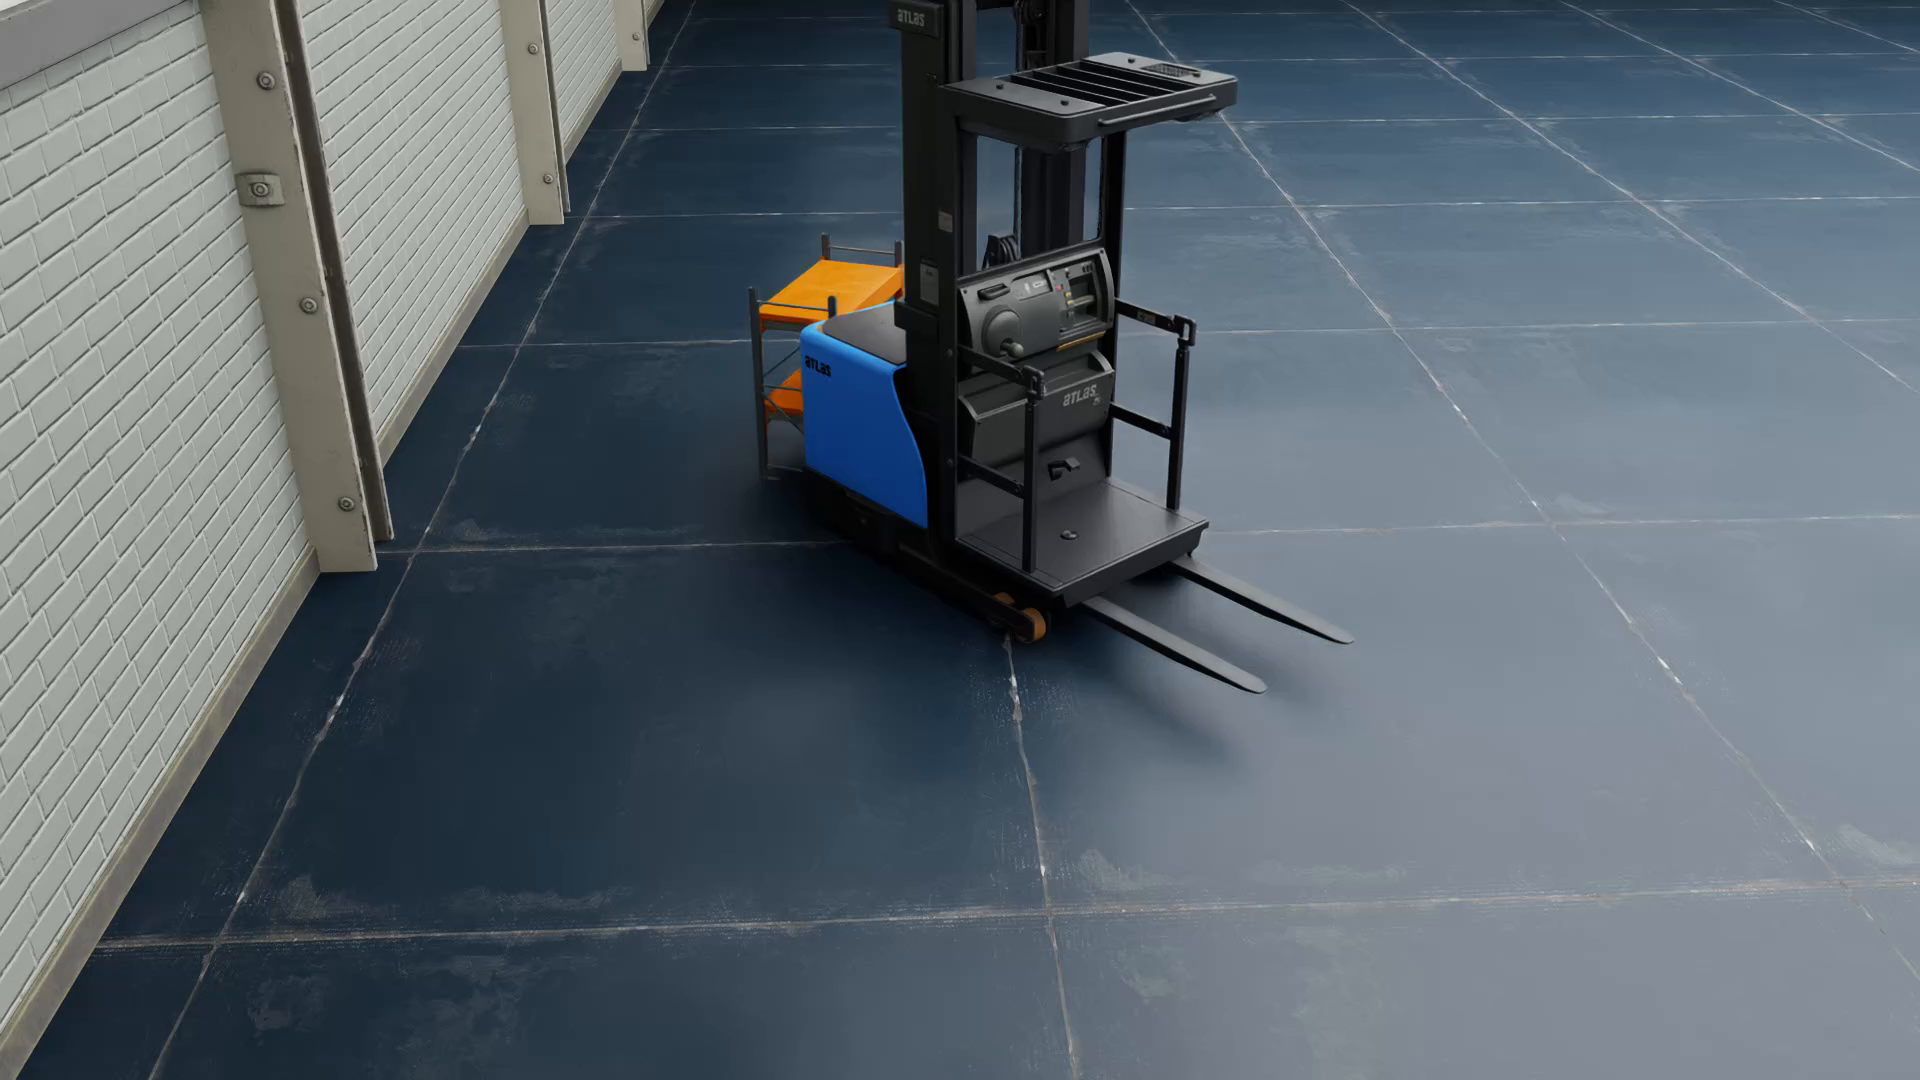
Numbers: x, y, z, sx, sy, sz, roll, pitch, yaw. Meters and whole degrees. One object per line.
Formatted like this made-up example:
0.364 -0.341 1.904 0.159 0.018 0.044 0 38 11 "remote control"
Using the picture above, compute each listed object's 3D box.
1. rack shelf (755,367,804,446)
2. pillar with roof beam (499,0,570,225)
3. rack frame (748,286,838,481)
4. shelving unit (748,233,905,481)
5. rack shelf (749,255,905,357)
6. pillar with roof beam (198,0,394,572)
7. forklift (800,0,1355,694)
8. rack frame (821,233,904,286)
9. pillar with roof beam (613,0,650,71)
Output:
-0.732 -0.826 9.647 0.538 0.278 1.000 9 29 16 "rack shelf"
0.849 -6.796 12.049 9.100 9.000 0.400 -1 28 -3 "pillar with roof beam"
-0.891 -0.820 9.106 0.500 1.125 0.032 9 29 16 "rack frame"
-0.732 -1.043 9.534 0.538 1.125 1.048 9 29 16 "shelving unit"
-0.732 -1.303 9.398 0.538 0.278 1.000 9 29 16 "rack shelf"
1.162 -4.025 6.737 9.100 9.000 0.400 -1 28 -3 "pillar with roof beam"
0.512 -1.080 7.651 1.130 2.935 3.031 -22 35 -36 "forklift"
-0.572 -1.266 9.962 0.500 1.125 0.032 9 29 16 "rack frame"
0.535 -9.567 17.362 9.100 9.000 0.400 -1 28 -3 "pillar with roof beam"
